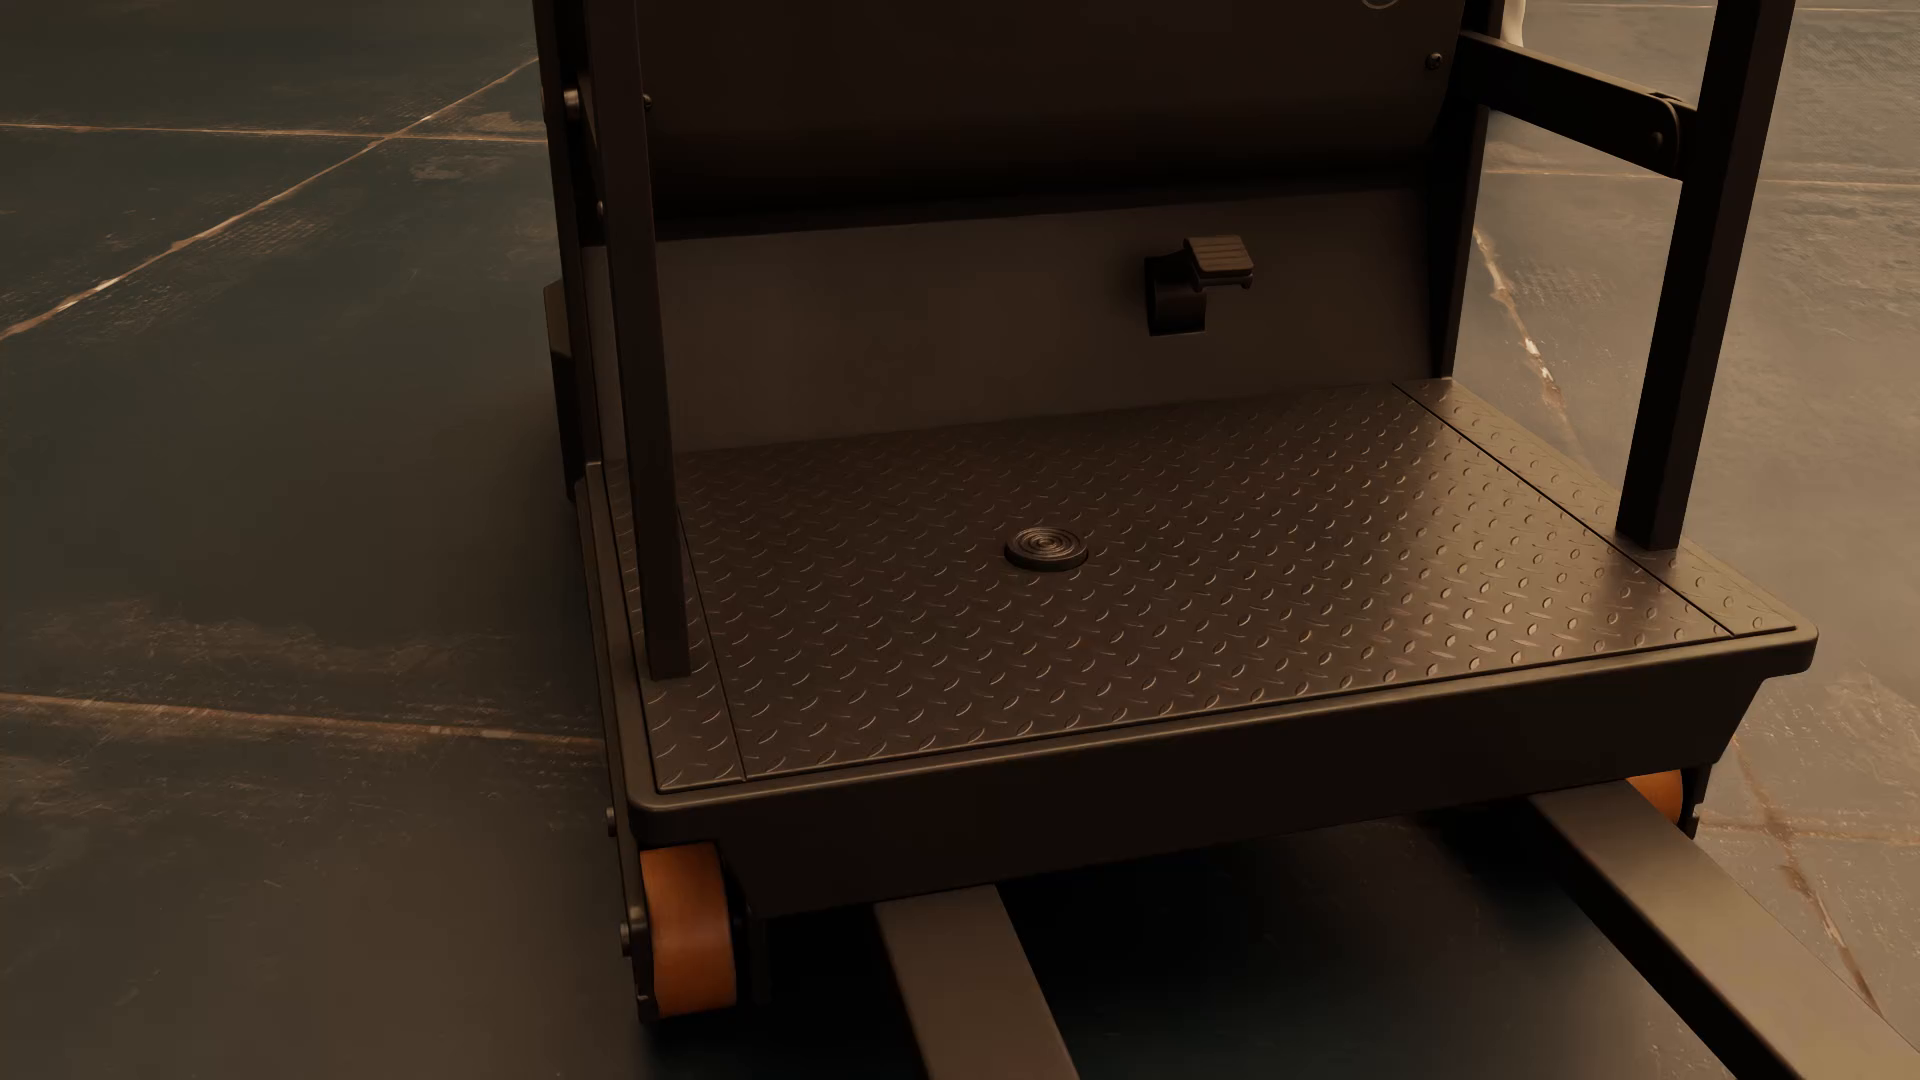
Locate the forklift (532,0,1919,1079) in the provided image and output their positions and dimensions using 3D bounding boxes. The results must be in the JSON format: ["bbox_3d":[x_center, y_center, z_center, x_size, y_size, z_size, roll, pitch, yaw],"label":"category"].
[{"bbox_3d":[0.153,-1.049,1.319,1.130,2.935,3.031,-7,27,-13],"label":"forklift"}]

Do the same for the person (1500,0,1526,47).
[{"bbox_3d":[1.495,-2.108,4.833,0.549,1.674,0.548,1,27,1],"label":"person"}]
